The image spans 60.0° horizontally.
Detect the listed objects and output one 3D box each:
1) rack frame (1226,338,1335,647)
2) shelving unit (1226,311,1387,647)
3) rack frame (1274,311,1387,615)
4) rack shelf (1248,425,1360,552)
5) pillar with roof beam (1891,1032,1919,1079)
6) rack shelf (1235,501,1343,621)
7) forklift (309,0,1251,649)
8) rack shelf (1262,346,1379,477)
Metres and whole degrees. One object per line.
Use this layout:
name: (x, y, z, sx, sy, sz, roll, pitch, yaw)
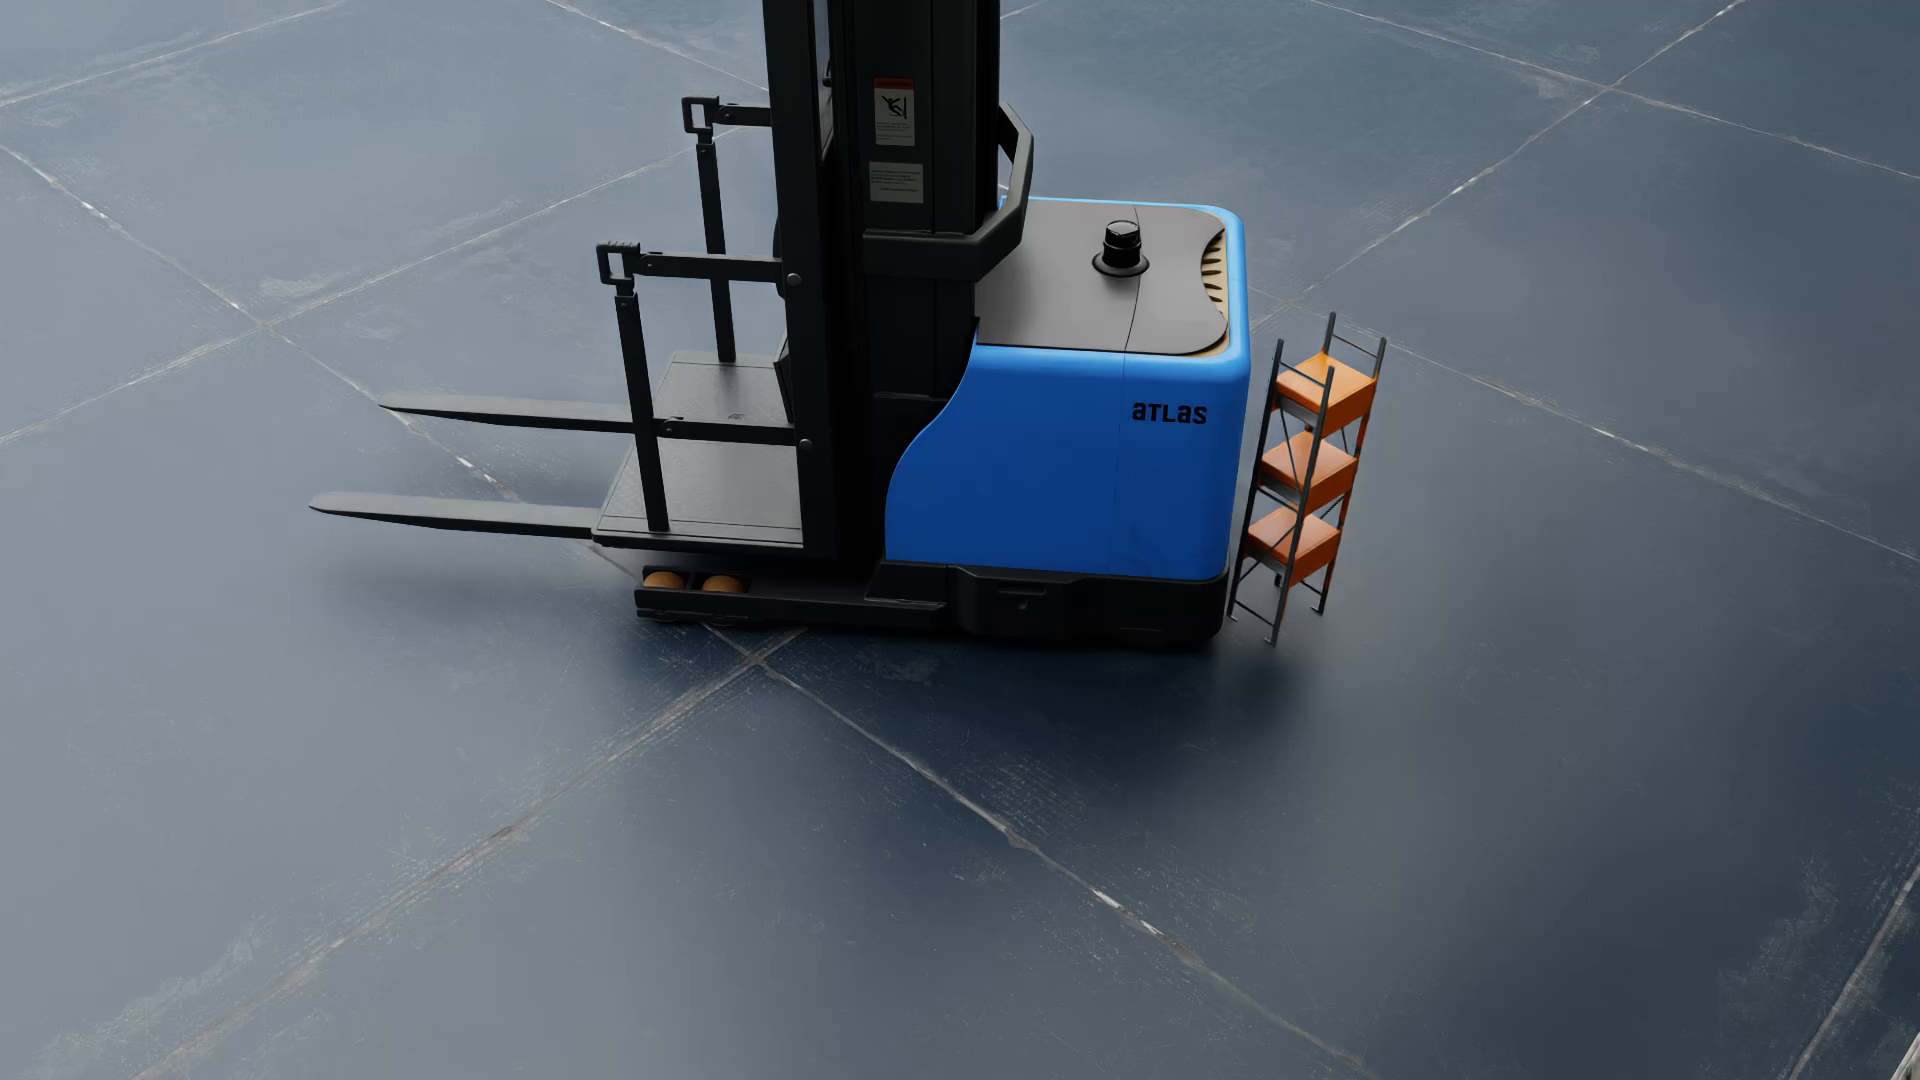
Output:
rack frame: (0.958, -0.119, 5.029, 0.008, 1.050, 0.200, -28, 48, -33)
shelving unit: (1.048, -0.168, 5.096, 0.252, 1.050, 0.215, -28, 48, -33)
rack frame: (1.138, -0.216, 5.163, 0.008, 1.050, 0.200, -28, 48, -33)
rack shelf: (1.048, -0.159, 5.103, 0.240, 0.259, 0.215, -28, 48, -33)
pillar with roof beam: (-1.372, -3.556, 2.982, 9.100, 9.000, 0.400, 30, 47, 32)
rack shelf: (1.036, 0.058, 5.275, 0.240, 0.259, 0.215, -28, 48, -33)
forklift: (-0.625, -1.190, 4.881, 3.031, 2.935, 1.130, 4, 39, 5)
rack shelf: (1.059, -0.381, 4.926, 0.240, 0.259, 0.215, -28, 48, -33)
